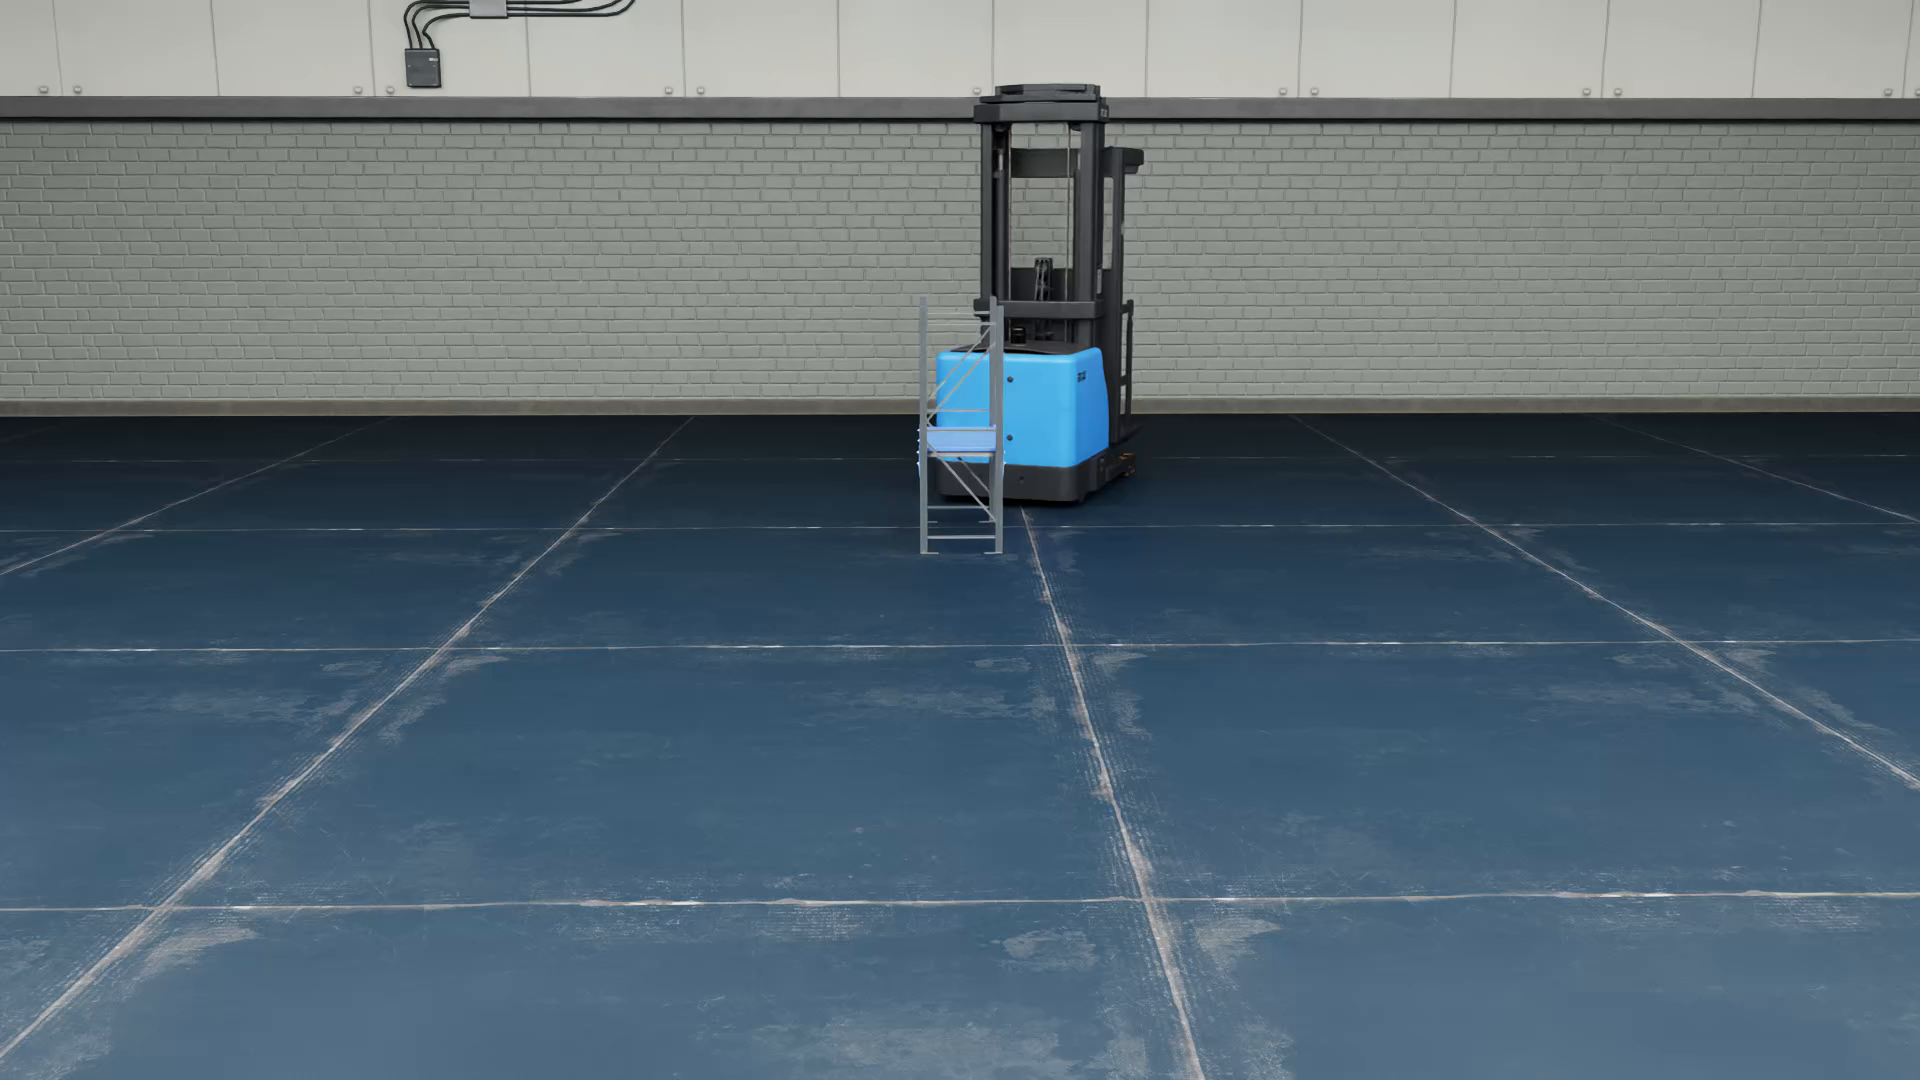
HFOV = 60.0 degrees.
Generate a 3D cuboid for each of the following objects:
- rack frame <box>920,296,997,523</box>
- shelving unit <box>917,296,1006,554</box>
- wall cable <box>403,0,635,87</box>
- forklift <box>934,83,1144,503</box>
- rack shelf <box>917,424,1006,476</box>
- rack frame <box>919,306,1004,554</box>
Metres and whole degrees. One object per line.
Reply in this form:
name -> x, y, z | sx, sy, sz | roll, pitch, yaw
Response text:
rack frame -> -0.012, -0.853, 10.992 | 0.500, 1.500, 0.032 | 0, 11, -1
shelving unit -> -0.002, -0.752, 10.494 | 0.538, 1.500, 1.048 | 0, 11, -1
wall cable -> -4.175, -7.324, 15.476 | 2.305, 6.003, 0.169 | 0, 11, -1
forklift -> 0.768, -1.945, 12.776 | 1.130, 2.935, 3.031 | 4, 12, 18
rack shelf -> -0.002, -0.576, 10.529 | 0.538, 0.185, 1.000 | 0, 11, -1
rack frame -> 0.009, -0.651, 9.995 | 0.500, 1.500, 0.032 | 0, 11, -1
